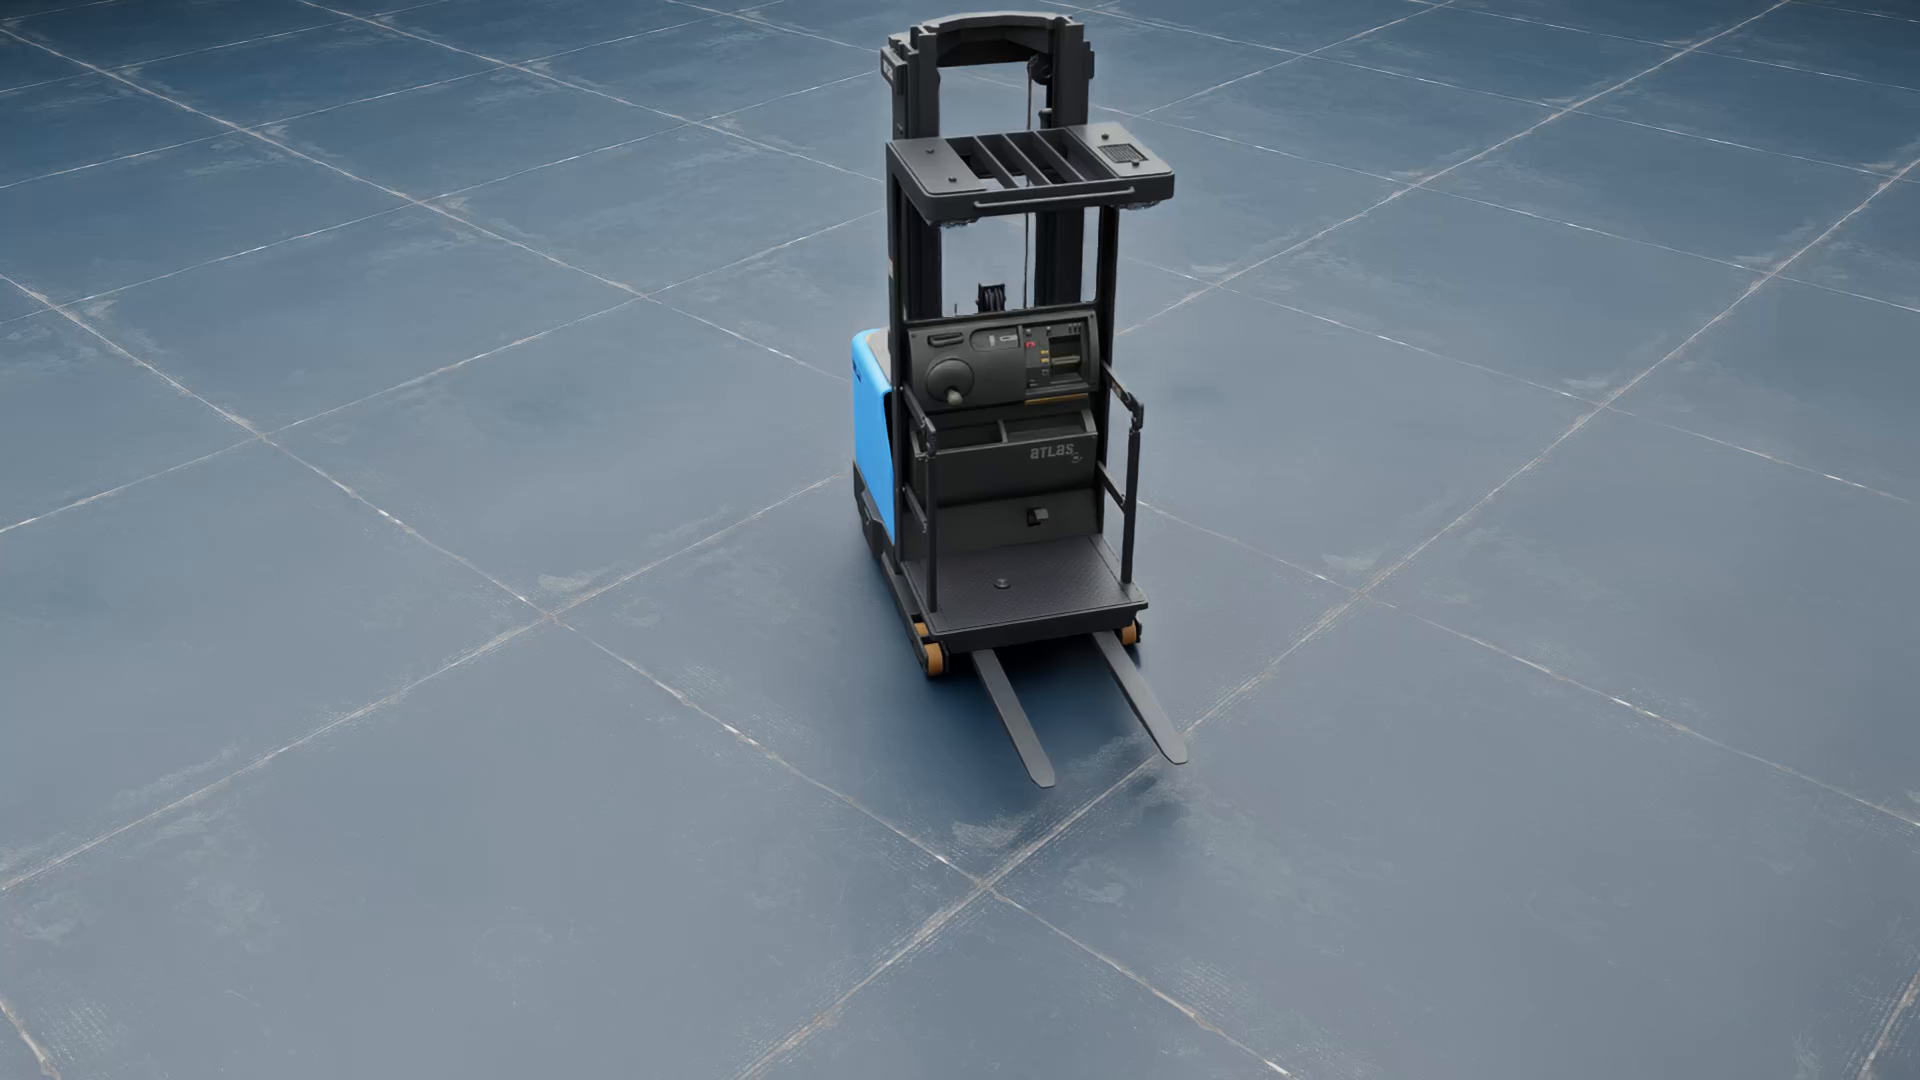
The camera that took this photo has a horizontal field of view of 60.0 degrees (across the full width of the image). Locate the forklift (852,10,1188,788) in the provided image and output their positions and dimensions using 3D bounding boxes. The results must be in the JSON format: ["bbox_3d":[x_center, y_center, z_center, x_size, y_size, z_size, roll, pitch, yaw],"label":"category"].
[{"bbox_3d":[0.273,-0.810,7.754,1.130,2.935,3.031,-8,32,-13],"label":"forklift"}]

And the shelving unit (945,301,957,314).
[{"bbox_3d":[-0.083,-0.835,9.619,0.215,1.050,0.252,-8,32,-13],"label":"shelving unit"}]

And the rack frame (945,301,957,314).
[{"bbox_3d":[-0.115,-0.896,9.720,0.200,1.050,0.008,-8,32,-13],"label":"rack frame"}]
